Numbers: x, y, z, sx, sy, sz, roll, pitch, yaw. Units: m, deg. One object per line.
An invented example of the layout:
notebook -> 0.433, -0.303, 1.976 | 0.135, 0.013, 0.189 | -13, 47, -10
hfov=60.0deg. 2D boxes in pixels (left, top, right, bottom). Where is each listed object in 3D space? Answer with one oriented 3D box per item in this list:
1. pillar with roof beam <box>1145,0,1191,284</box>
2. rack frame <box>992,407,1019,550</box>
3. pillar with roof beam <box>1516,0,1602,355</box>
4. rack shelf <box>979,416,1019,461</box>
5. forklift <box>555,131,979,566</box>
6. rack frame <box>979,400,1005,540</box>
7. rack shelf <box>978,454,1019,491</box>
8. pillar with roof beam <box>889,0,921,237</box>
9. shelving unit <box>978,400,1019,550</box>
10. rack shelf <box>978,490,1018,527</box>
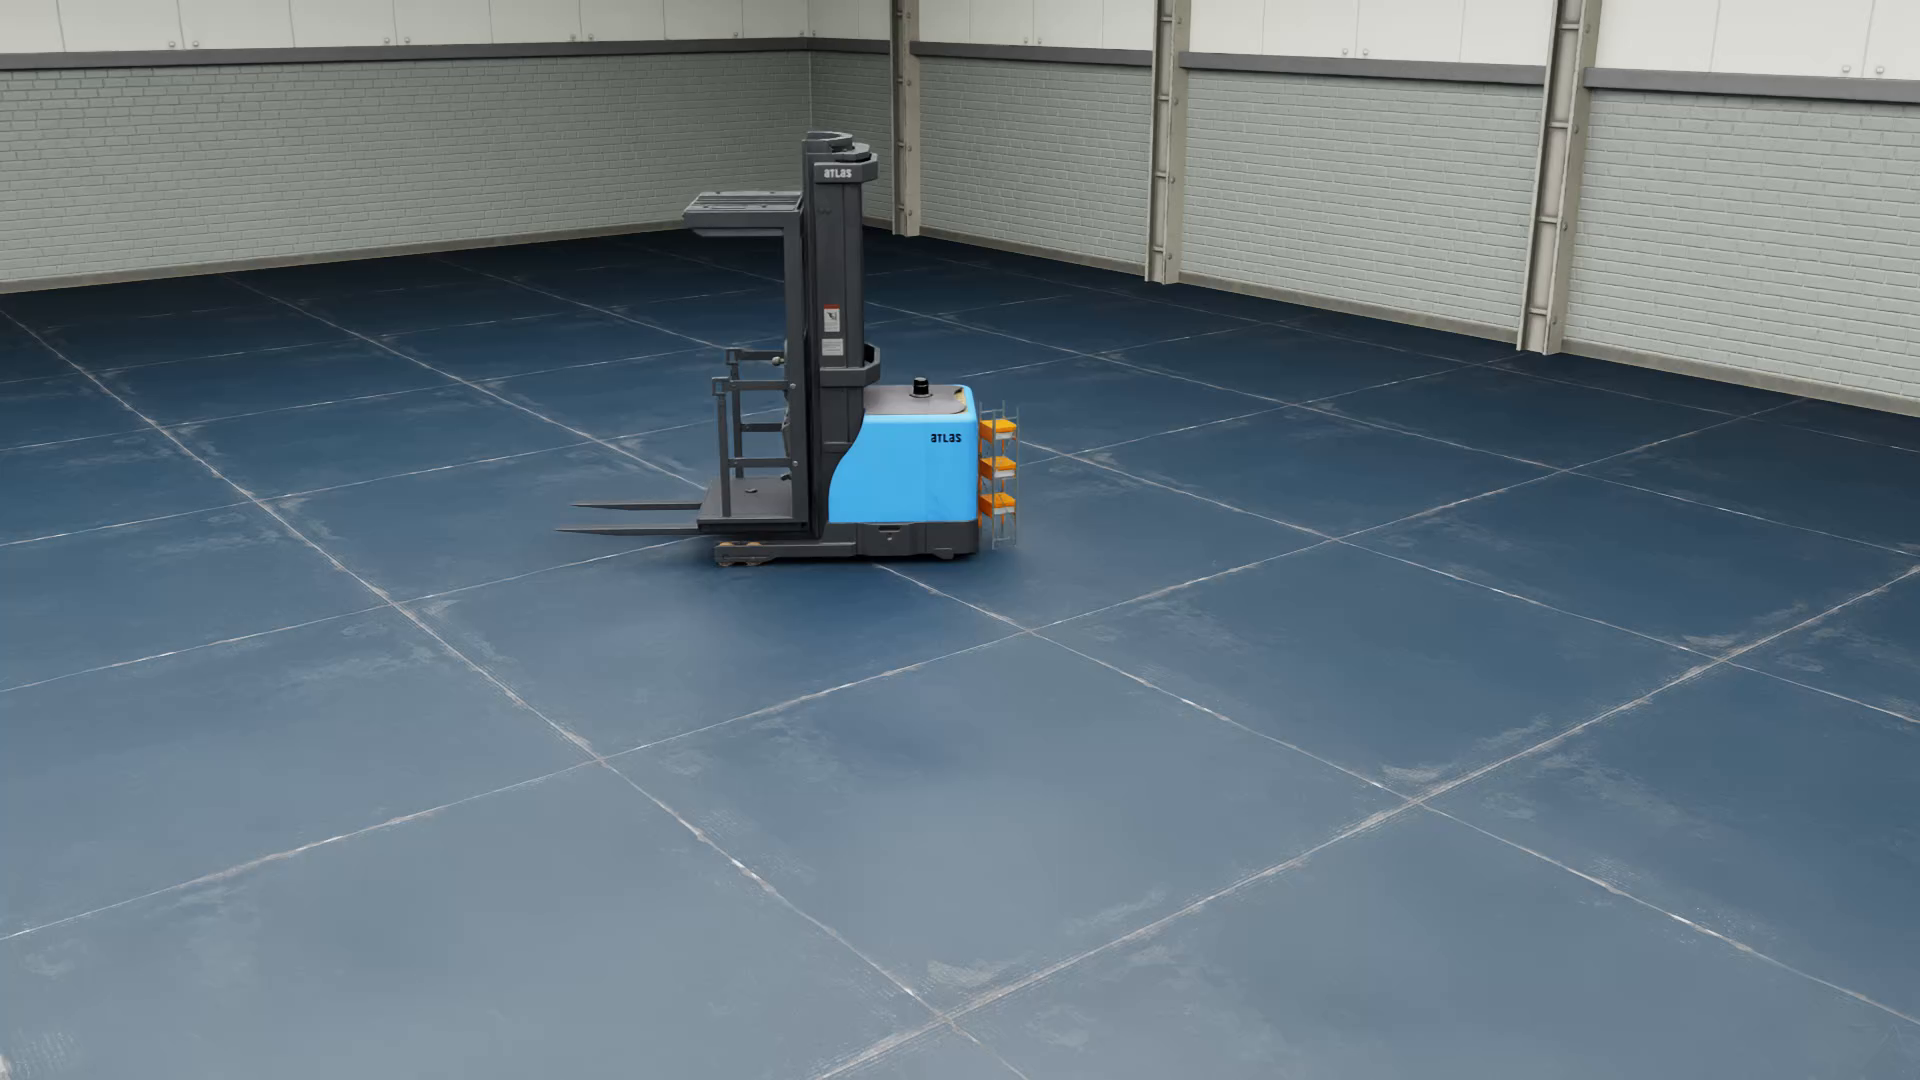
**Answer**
pillar with roof beam -> -0.541, -7.055, 19.354 | 9.100, 9.000, 0.400 | -14, 23, -36
rack frame -> 0.327, -0.439, 12.019 | 0.200, 1.050, 0.008 | -7, 20, -22
pillar with roof beam -> 3.184, -5.577, 14.889 | 9.100, 9.000, 0.400 | -14, 23, -36
rack shelf -> 0.280, -0.734, 12.040 | 0.215, 0.259, 0.240 | -7, 20, -22
forklift -> -1.396, -1.375, 11.853 | 3.031, 2.935, 1.130 | -1, 18, -2
rack frame -> 0.233, -0.510, 12.233 | 0.200, 1.050, 0.008 | -7, 20, -22
rack shelf -> 0.280, -0.465, 12.129 | 0.215, 0.259, 0.240 | -7, 20, -22
pillar with roof beam -> -4.266, -8.534, 23.819 | 9.100, 9.000, 0.400 | -14, 23, -36
shelving unit -> 0.280, -0.475, 12.126 | 0.215, 1.050, 0.252 | -7, 20, -22
rack shelf -> 0.280, -0.201, 12.217 | 0.215, 0.259, 0.240 | -7, 20, -22
